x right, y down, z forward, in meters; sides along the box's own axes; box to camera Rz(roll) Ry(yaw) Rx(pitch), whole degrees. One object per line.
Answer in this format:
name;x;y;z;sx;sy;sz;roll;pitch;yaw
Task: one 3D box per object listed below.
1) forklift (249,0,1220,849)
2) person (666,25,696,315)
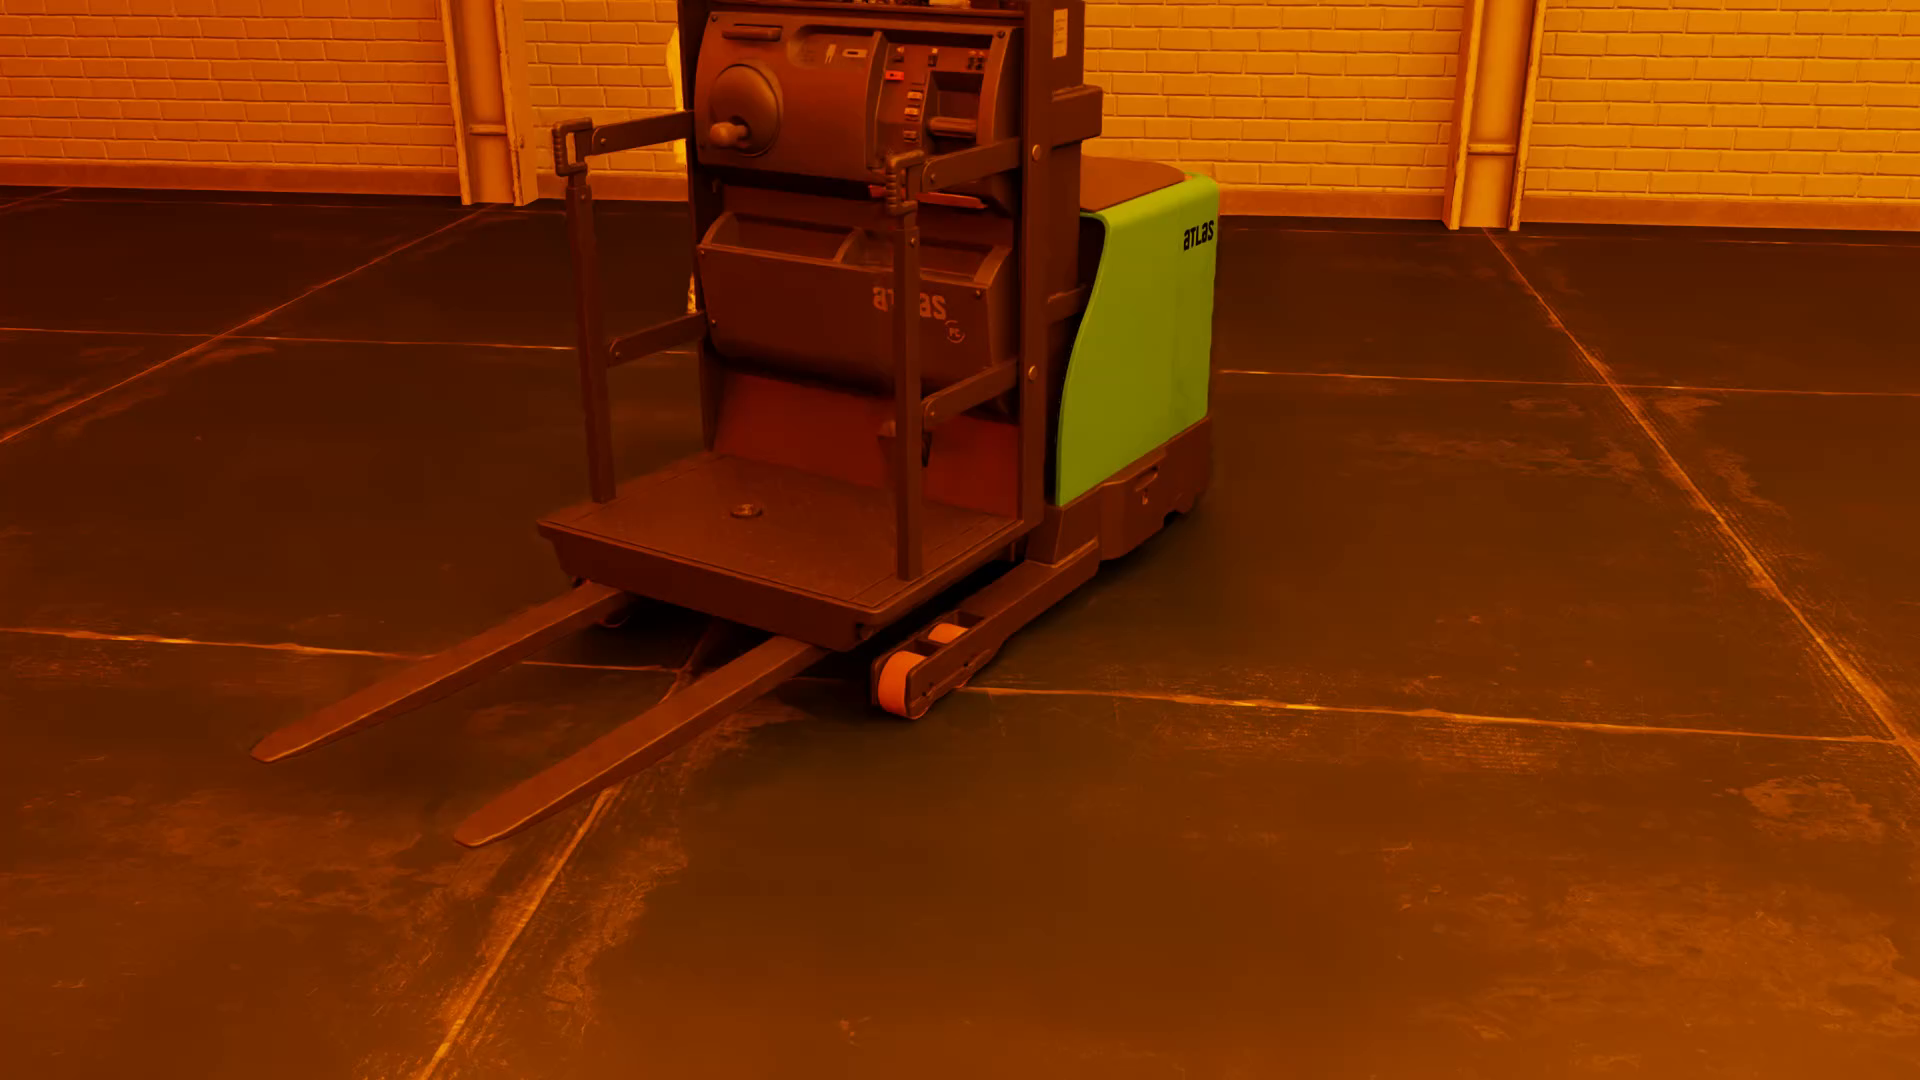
forklift;-0.399;-1.118;4.030;1.130;2.935;3.031;13;25;30
person;-0.910;-1.770;7.412;0.807;1.613;0.810;13;25;28
